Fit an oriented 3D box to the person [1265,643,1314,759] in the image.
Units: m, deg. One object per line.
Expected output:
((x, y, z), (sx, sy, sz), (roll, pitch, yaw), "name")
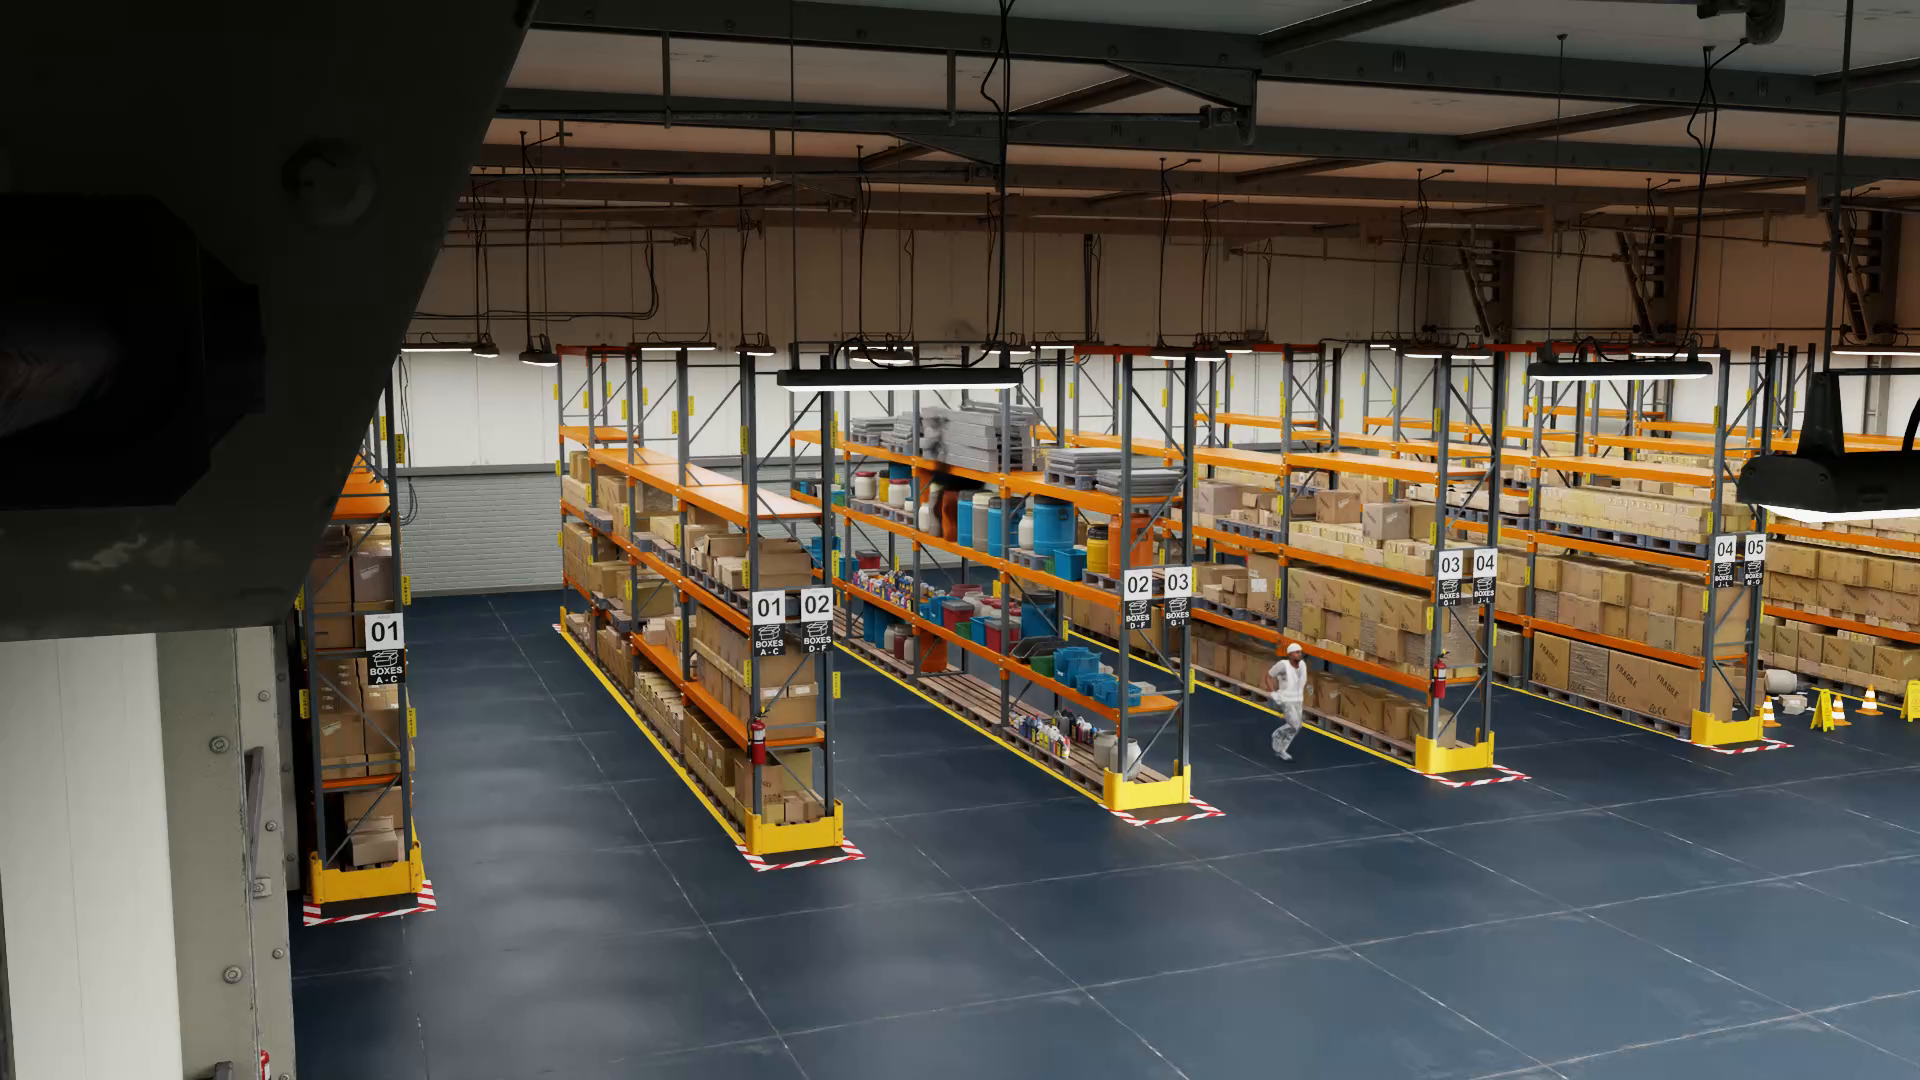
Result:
((4.893, 2.372, 24.444), (0.688, 1.733, 0.569), (-5, 9, -36), "person")

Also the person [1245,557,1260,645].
((5.793, 1.214, 33.375), (0.676, 1.837, 0.919), (-3, 8, -21), "person")

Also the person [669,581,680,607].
((-6.317, 0.997, 35.769), (0.806, 1.634, 0.644), (6, 10, 40), "person")
